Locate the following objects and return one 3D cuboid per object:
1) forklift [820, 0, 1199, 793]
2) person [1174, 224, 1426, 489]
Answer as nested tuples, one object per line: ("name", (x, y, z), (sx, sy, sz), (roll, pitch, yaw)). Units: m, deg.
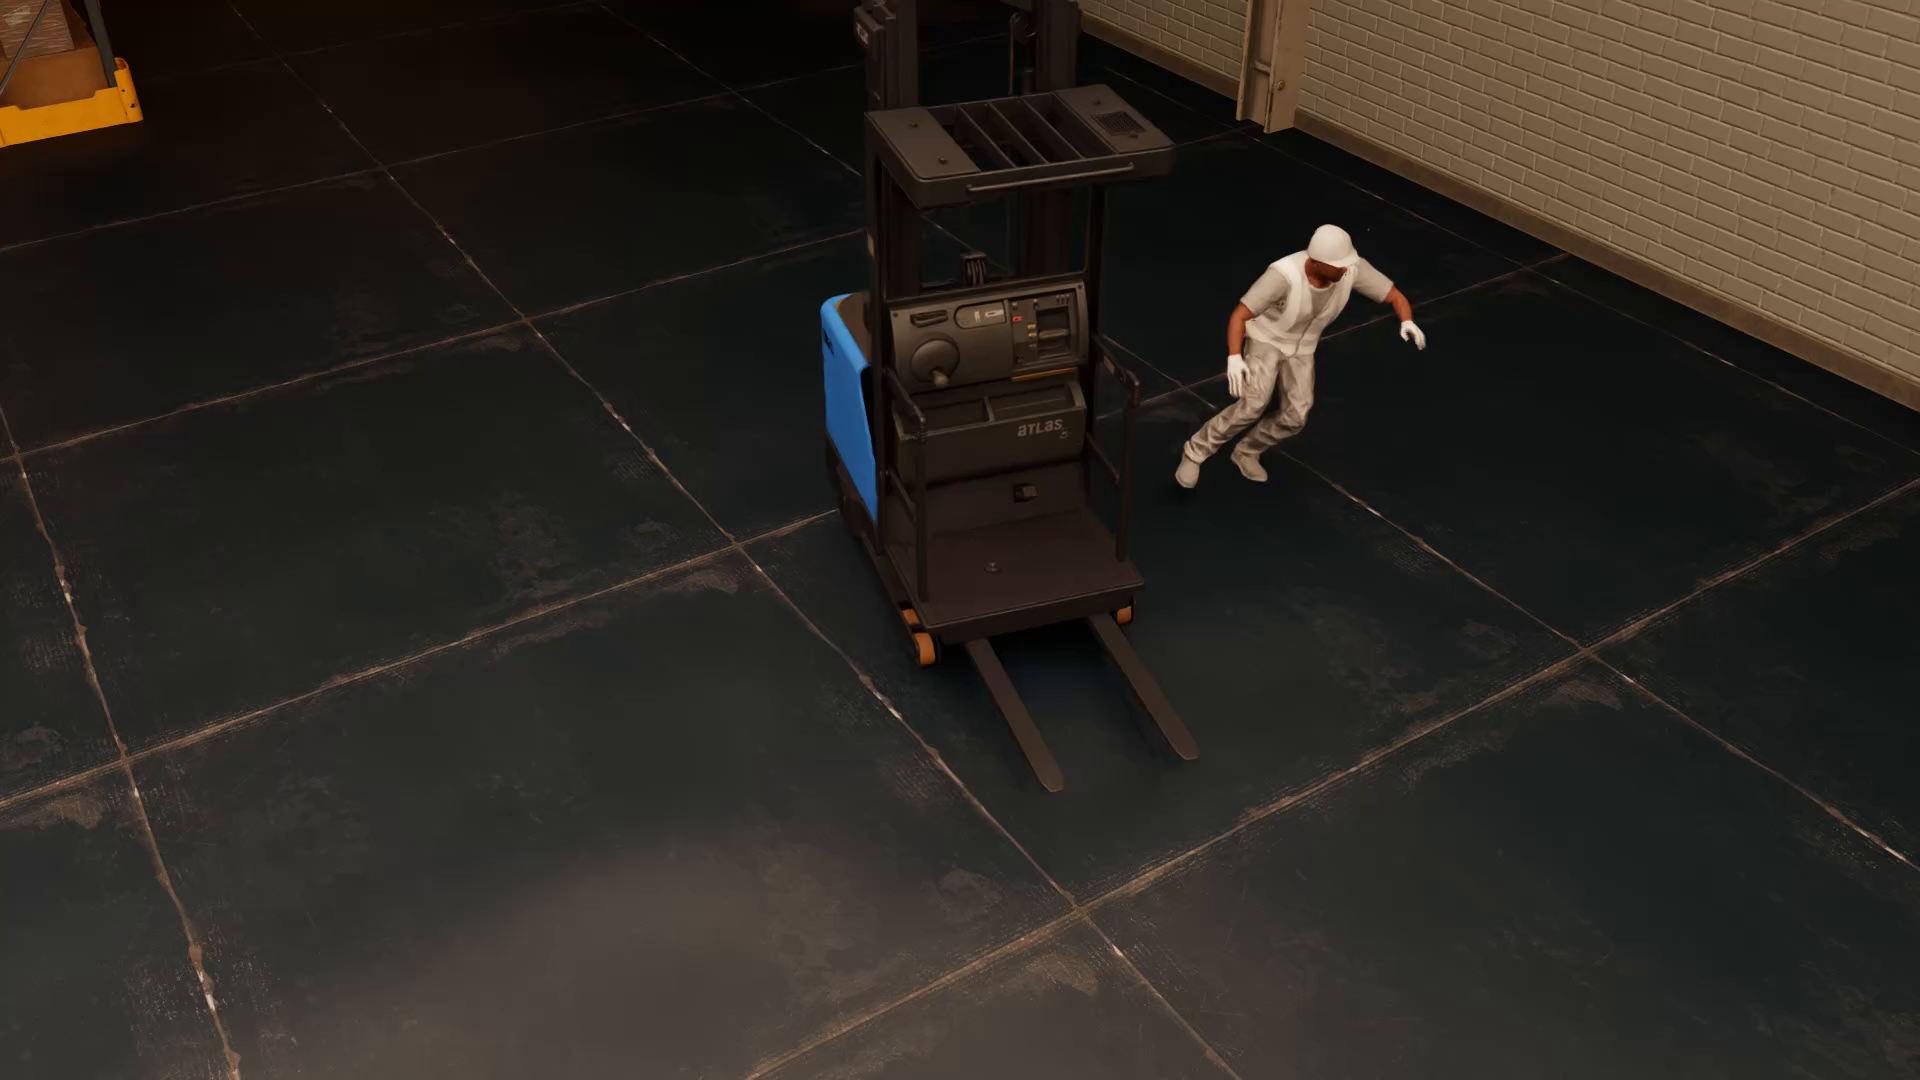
("forklift", (0.210, -0.866, 7.380), (1.130, 2.935, 3.031), (-11, 37, -15))
("person", (1.736, -0.911, 8.678), (1.171, 1.525, 0.952), (-12, 37, -17))
